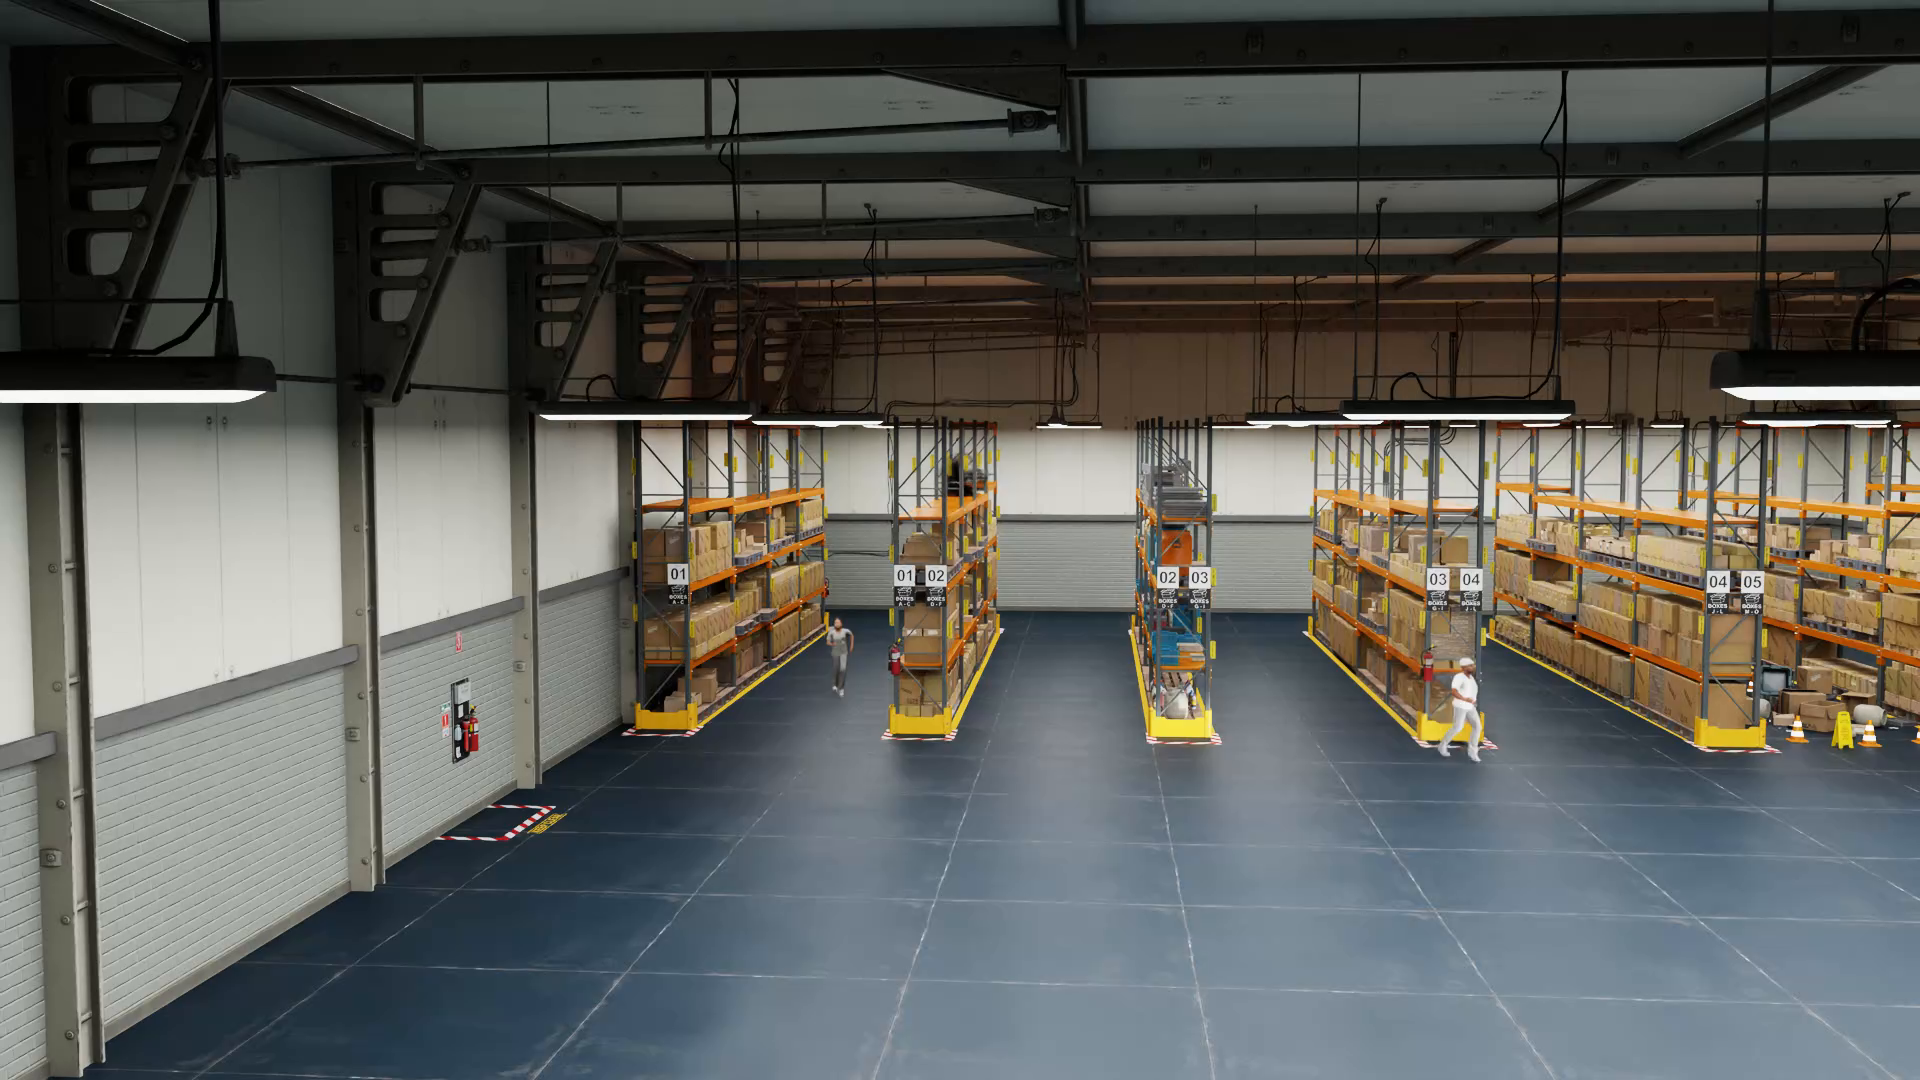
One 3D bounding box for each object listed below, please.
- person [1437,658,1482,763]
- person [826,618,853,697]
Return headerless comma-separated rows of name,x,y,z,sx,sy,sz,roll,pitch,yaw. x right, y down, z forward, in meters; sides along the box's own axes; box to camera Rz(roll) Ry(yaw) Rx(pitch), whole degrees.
person,8.821,2.952,29.084,0.754,1.793,0.793,-3,5,-42
person,-2.613,2.529,36.185,0.573,1.709,0.890,0,4,-1
